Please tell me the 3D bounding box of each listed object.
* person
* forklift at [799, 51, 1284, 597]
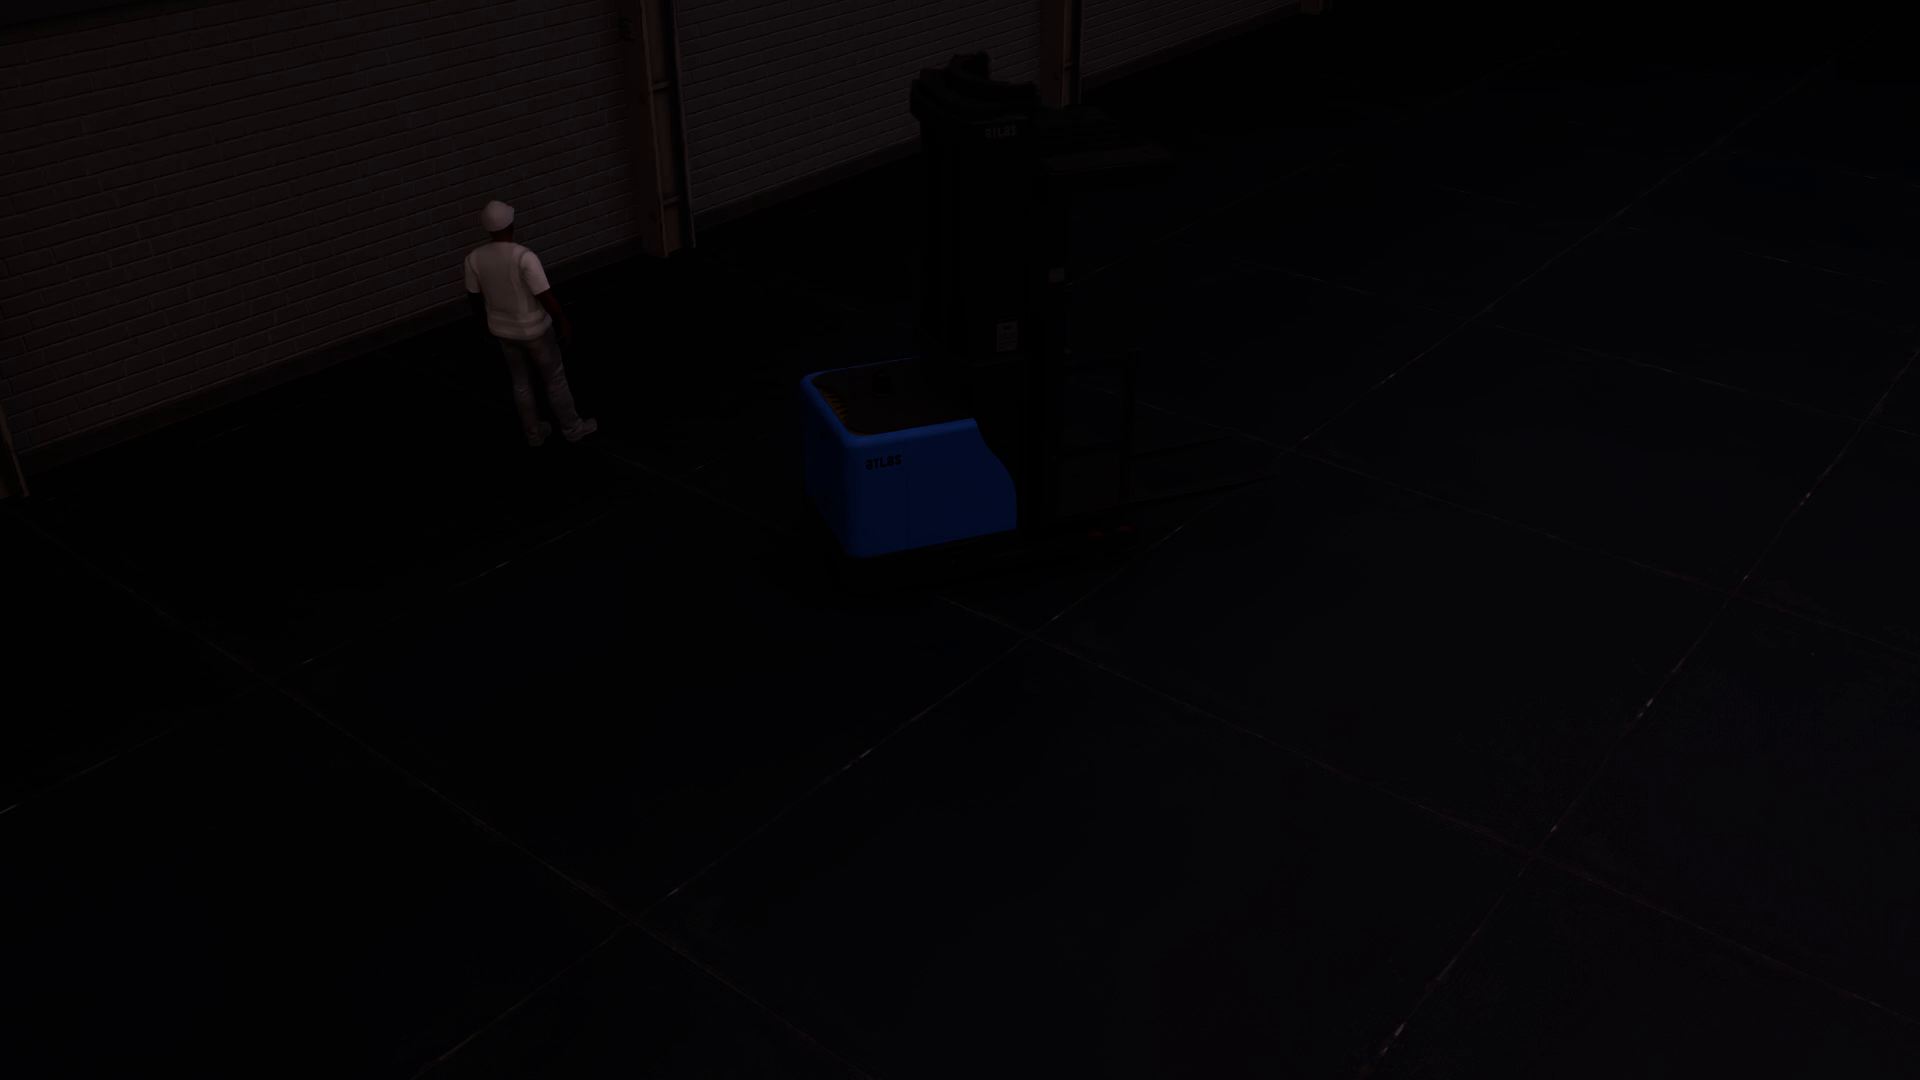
[{"bbox_3d":[-2.928,-1.474,11.260,0.672,1.767,0.578,8,31,13],"label":"person"},{"bbox_3d":[0.578,-1.390,9.973,3.031,2.935,1.130,-11,32,-18],"label":"forklift"}]
